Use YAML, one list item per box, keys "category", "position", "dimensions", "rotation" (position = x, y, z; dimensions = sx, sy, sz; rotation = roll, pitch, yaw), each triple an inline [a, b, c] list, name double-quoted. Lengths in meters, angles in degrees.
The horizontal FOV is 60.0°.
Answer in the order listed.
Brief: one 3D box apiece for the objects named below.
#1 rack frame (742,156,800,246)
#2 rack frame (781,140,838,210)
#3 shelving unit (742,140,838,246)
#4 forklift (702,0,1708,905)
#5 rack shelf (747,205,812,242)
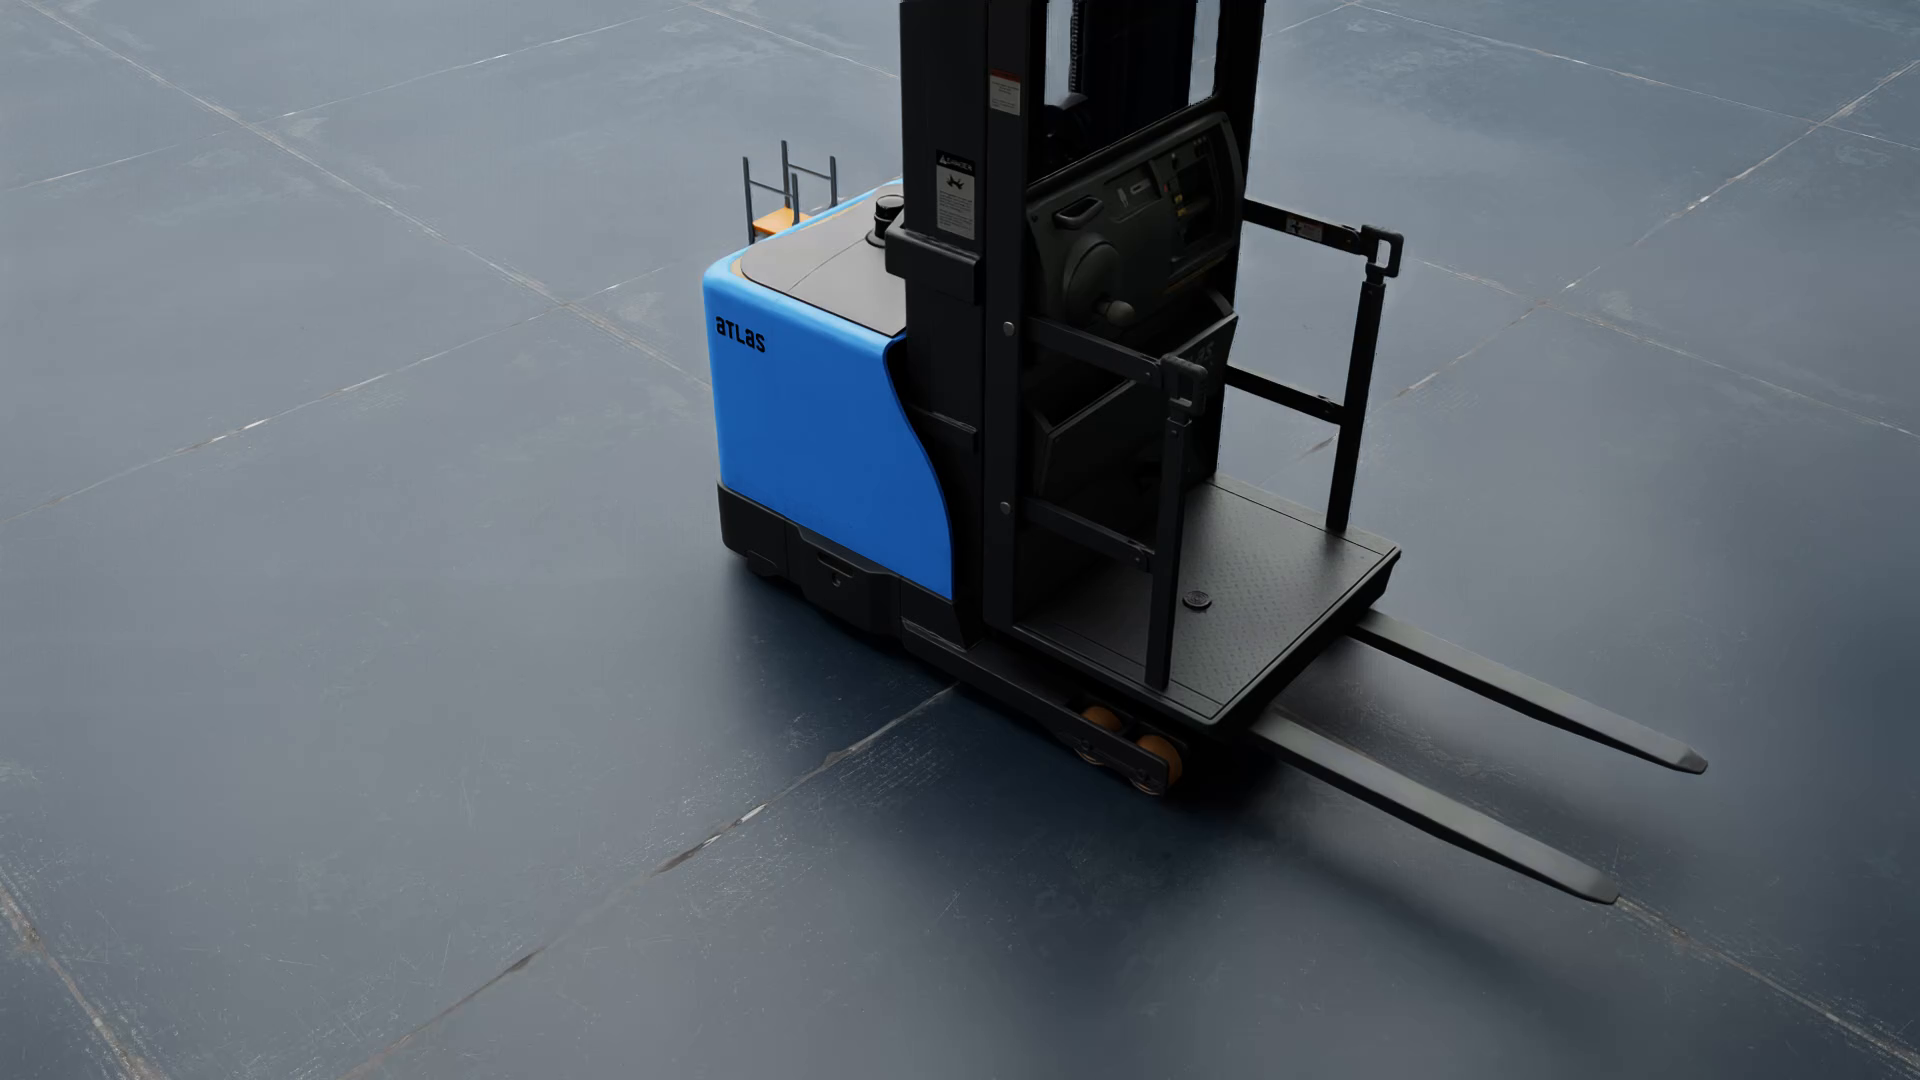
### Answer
- category: "rack frame"
  position: [-0.618, -0.725, 5.741]
  dimensions: [0.240, 1.200, 0.006]
  rotation: [24, 42, 31]
- category: "rack frame"
  position: [-0.505, -0.807, 5.858]
  dimensions: [0.240, 1.200, 0.006]
  rotation: [24, 42, 31]
- category: "shelving unit"
  position: [-0.562, -0.766, 5.800]
  dimensions: [0.258, 1.200, 0.189]
  rotation: [24, 42, 31]
- category: "forklift"
  position: [0.650, -0.825, 4.371]
  dimensions: [3.031, 2.935, 1.130]
  rotation: [25, 42, 32]
- category: "rack shelf"
  position: [-0.562, -1.025, 5.619]
  dimensions: [0.258, 0.103, 0.180]
  rotation: [24, 42, 31]
